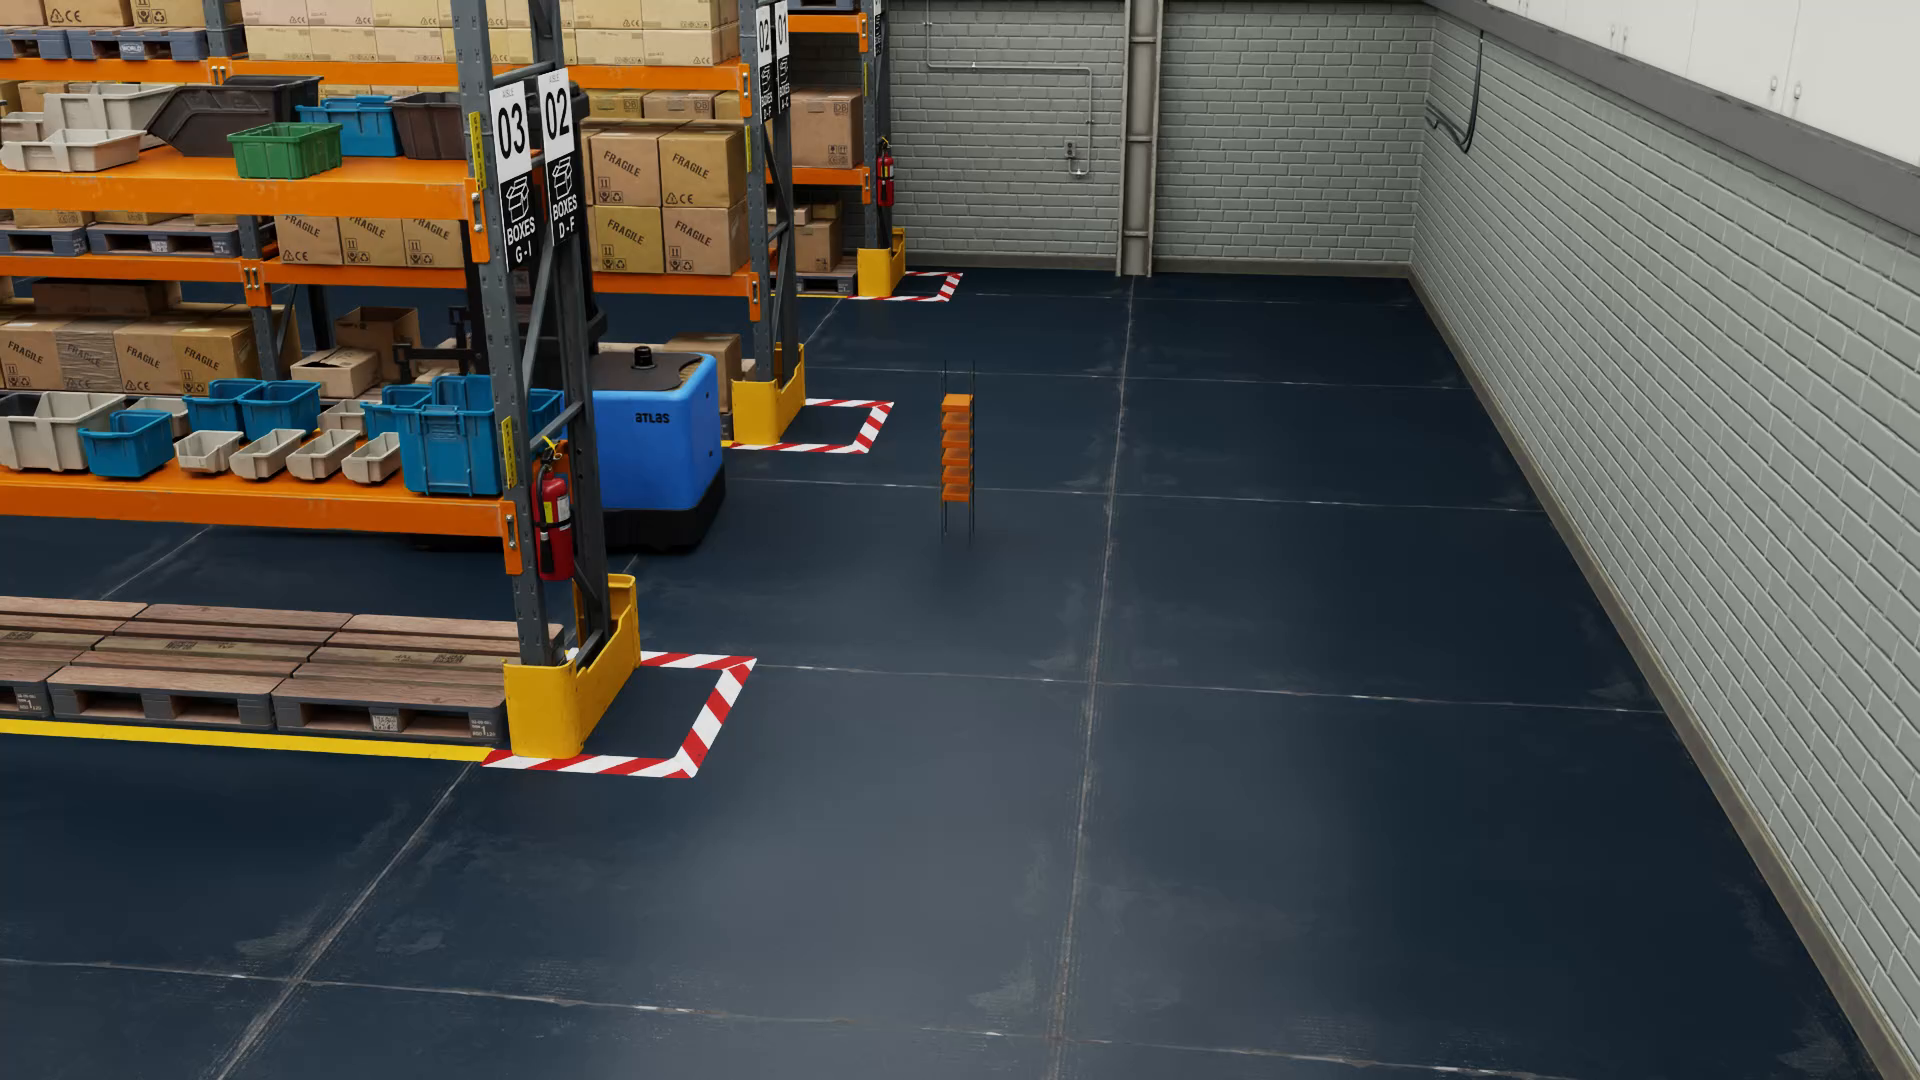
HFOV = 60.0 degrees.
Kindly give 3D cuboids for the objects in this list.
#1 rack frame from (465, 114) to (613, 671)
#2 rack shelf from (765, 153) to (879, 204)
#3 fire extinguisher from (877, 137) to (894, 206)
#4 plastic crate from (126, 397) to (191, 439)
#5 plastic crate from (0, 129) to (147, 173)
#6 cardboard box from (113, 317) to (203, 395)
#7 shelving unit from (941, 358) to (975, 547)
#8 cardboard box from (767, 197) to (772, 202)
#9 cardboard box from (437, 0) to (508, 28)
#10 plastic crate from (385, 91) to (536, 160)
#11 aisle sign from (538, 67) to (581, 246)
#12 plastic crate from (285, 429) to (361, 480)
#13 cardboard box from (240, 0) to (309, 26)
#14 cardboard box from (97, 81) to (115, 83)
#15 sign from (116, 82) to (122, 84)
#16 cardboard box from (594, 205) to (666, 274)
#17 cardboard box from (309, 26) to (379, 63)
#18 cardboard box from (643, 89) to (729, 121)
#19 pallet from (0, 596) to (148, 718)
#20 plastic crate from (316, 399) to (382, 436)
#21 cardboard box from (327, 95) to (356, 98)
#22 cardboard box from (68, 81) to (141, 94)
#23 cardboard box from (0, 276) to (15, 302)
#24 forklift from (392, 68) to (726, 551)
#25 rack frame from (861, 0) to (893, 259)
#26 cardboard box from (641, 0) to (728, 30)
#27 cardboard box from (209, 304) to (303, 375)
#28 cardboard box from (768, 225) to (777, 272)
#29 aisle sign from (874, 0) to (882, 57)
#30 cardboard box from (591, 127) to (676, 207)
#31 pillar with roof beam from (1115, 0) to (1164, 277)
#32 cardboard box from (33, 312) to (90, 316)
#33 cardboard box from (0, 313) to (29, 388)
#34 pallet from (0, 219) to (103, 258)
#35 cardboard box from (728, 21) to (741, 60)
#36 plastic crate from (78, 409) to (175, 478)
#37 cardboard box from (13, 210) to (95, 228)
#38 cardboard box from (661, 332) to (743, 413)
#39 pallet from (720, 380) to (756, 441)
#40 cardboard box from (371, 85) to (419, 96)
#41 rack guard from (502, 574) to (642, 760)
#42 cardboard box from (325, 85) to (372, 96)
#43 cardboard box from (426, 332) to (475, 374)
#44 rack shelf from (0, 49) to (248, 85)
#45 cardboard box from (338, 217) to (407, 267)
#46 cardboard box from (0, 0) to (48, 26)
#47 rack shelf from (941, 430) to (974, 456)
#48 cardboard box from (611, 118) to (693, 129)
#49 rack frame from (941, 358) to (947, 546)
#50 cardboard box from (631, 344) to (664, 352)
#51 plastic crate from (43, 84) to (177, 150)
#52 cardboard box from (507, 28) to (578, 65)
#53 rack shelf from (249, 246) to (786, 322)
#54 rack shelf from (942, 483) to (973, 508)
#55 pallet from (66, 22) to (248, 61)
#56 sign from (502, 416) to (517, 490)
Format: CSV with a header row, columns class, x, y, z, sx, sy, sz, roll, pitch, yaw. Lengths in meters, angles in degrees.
class,x,y,z,sx,sy,sz,roll,pitch,yaw
rack frame,-2.024,-0.527,8.192,0.127,3.000,1.000,2,22,6
rack shelf,-2.844,-3.896,17.693,4.000,0.370,1.077,2,22,6
fire extinguisher,-0.763,-3.759,16.982,0.183,0.674,0.296,2,22,6
plastic crate,-4.232,-0.640,8.755,0.466,0.136,0.293,2,22,6
plastic crate,-4.105,-1.798,7.686,0.530,0.136,0.437,2,22,6
cardboard box,-6.423,-1.492,13.434,0.500,0.500,0.500,3,22,6
shelving unit,-0.014,-0.559,10.721,0.189,1.200,0.258,2,22,6
cardboard box,-2.169,-3.572,17.842,0.250,0.149,0.380,3,22,7
cardboard box,-3.468,-3.886,12.133,0.500,0.250,0.500,2,22,6
plastic crate,-2.374,-1.979,7.965,0.590,0.269,0.497,2,22,6
aisle sign,-1.918,-1.841,7.981,0.004,0.787,0.394,2,22,6
plastic crate,-3.141,-0.419,8.197,0.243,0.136,0.396,2,22,6
cardboard box,-4.956,-3.954,12.306,0.500,0.250,0.500,2,22,6
cardboard box,-9.149,-5.047,18.009,0.250,0.149,0.380,0,22,-1
sign,-8.857,-4.793,17.517,0.005,0.325,0.100,2,22,6
cardboard box,-2.430,-2.323,12.599,0.500,0.500,0.500,3,22,7
cardboard box,-4.460,-3.699,12.340,0.500,0.250,0.500,2,22,6
cardboard box,-2.846,-4.366,17.494,0.700,0.700,0.980,1,22,4
pallet,-5.262,0.615,9.098,1.213,0.211,1.003,2,22,6
plastic crate,-3.213,-0.636,8.747,0.298,0.136,0.250,2,22,6
cardboard box,-6.324,-4.482,17.630,0.500,0.500,0.500,3,22,6
cardboard box,-9.271,-4.758,18.160,0.500,0.500,0.700,0,22,0
cardboard box,-8.369,-2.116,13.995,0.500,0.250,0.500,3,22,8
forklift,-3.162,-1.488,10.717,3.031,2.935,1.130,1,22,4
rack frame,-0.858,-4.144,17.342,0.127,3.000,1.000,2,22,6
cardboard box,-1.978,-3.822,11.971,0.500,0.250,0.500,2,22,6
cardboard box,-5.861,-1.660,13.861,0.500,0.500,0.500,2,22,4
cardboard box,-2.062,-3.192,17.763,0.500,0.500,0.700,2,22,6
aisle sign,-0.822,-5.240,16.579,0.004,0.787,0.394,2,22,6
cardboard box,-2.414,-2.787,12.414,0.500,0.500,0.500,3,22,8
pillar with roof beam,1.418,-5.561,12.766,0.400,9.000,9.100,2,22,6
cardboard box,-7.390,-1.726,14.026,0.500,0.500,0.500,2,22,4
cardboard box,-7.945,-1.555,13.595,0.500,0.500,0.500,2,22,6
pallet,-7.450,-2.510,13.469,1.213,0.211,1.003,2,22,6
cardboard box,-1.918,-3.775,12.534,0.500,0.250,0.500,2,22,6
plastic crate,-4.094,-0.472,8.200,0.300,0.233,0.416,2,22,6
cardboard box,-7.171,-2.804,13.245,0.500,0.500,0.700,-3,22,-7
cardboard box,-2.006,-1.311,12.977,0.500,0.500,0.500,2,22,6
pallet,-2.305,-1.076,13.374,1.213,0.211,1.003,2,22,6
cardboard box,-5.831,-4.812,17.444,0.500,0.250,0.500,3,22,7
rack guard,-1.999,0.632,8.661,0.348,0.500,1.175,2,22,6
cardboard box,-6.338,-4.834,17.500,0.500,0.250,0.500,3,22,7
cardboard box,-4.066,-1.509,13.735,0.500,0.311,0.500,2,22,6
rack shelf,-7.396,-3.655,13.004,4.000,0.370,1.077,2,22,6
cardboard box,-4.427,-2.412,12.825,0.500,0.500,0.500,3,22,7
cardboard box,-7.226,-4.297,12.805,0.600,0.600,0.600,2,22,4
rack shelf,-0.014,-0.629,10.693,0.180,0.103,0.258,2,22,6
cardboard box,-2.367,-2.982,12.907,0.500,0.500,0.500,3,22,7
rack frame,-0.105,-0.563,10.731,0.006,1.200,0.240,2,22,6
cardboard box,-2.441,-1.410,13.567,0.500,0.250,0.500,2,22,6
plastic crate,-4.189,-2.075,8.190,0.530,0.282,0.437,2,22,6
cardboard box,-2.972,-3.629,12.163,0.500,0.250,0.500,2,22,6
rack shelf,-3.424,-2.087,13.118,4.000,0.370,1.077,2,22,6
rack shelf,-0.014,-0.294,10.825,0.180,0.103,0.258,2,22,6
pallet,-6.049,-3.870,12.823,1.003,0.211,1.213,2,22,6
sign,-2.073,-0.401,7.653,0.005,0.325,0.100,2,22,6
